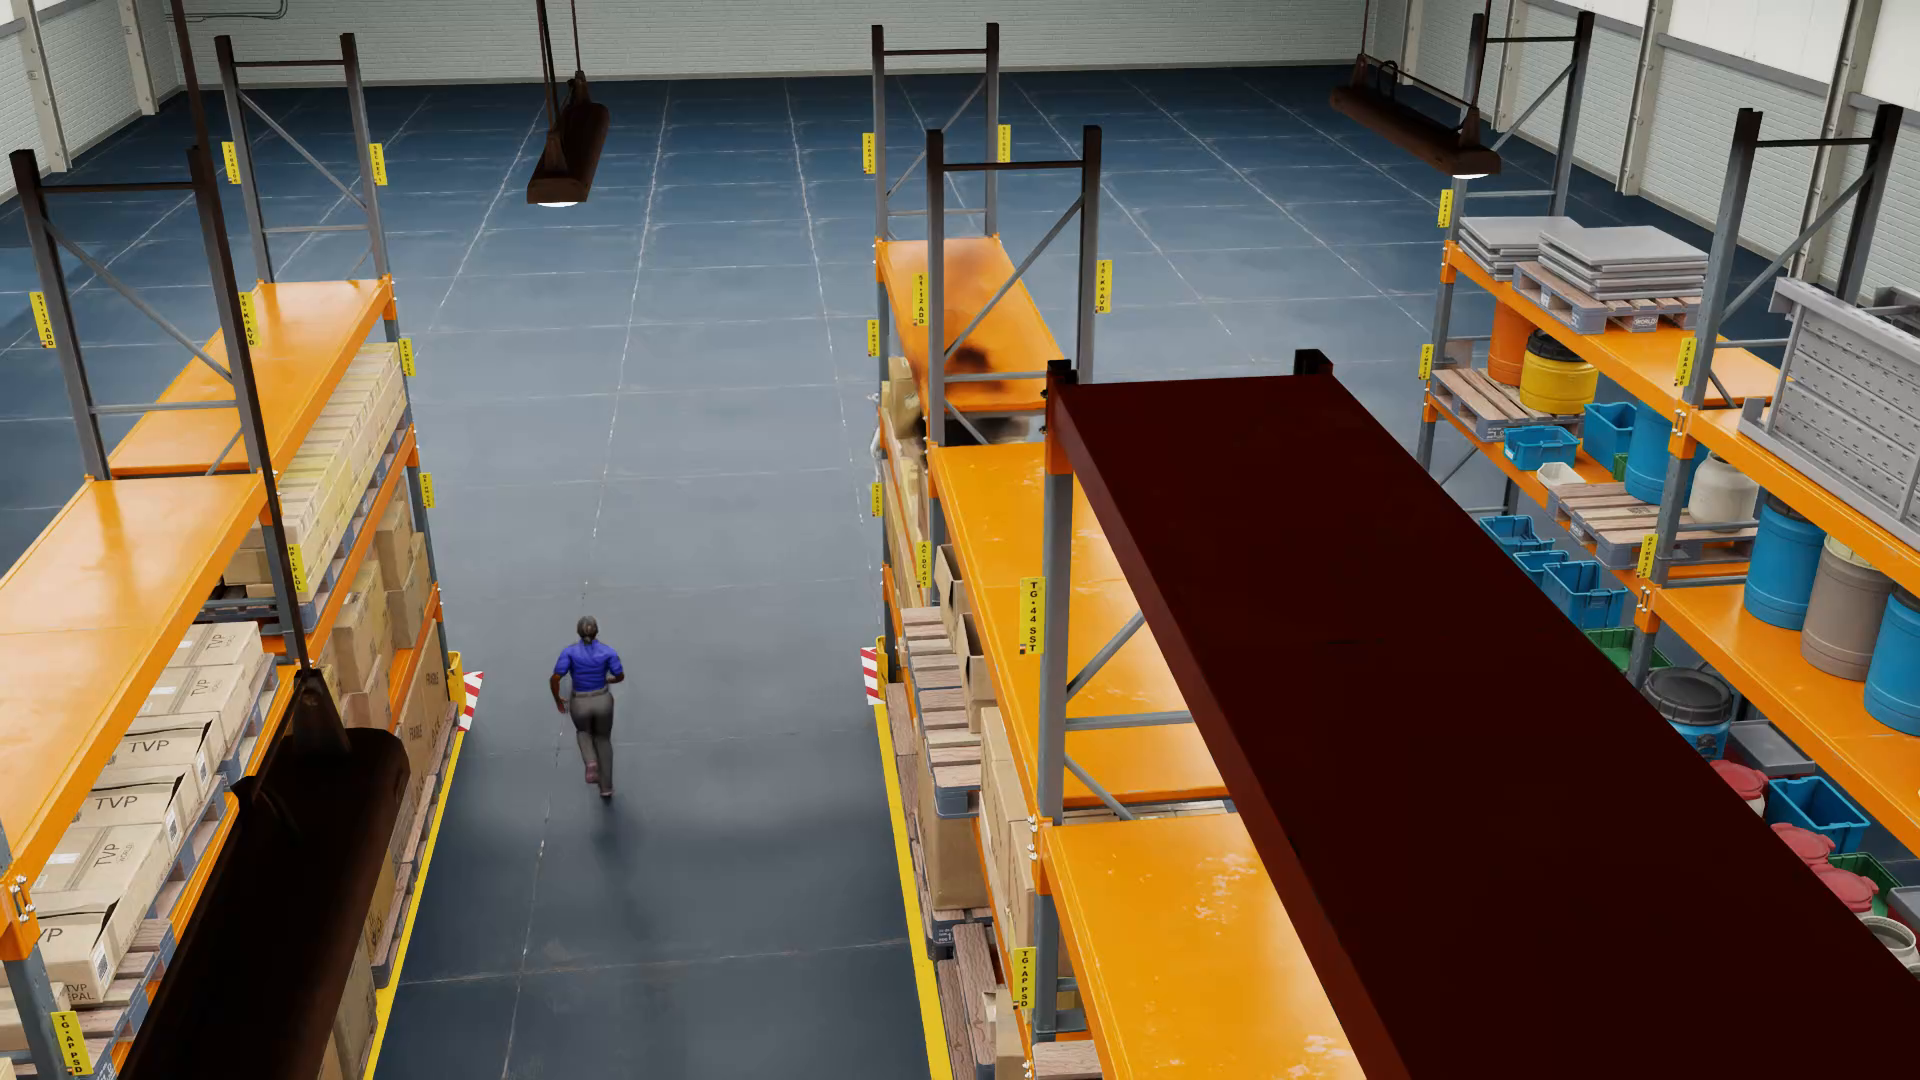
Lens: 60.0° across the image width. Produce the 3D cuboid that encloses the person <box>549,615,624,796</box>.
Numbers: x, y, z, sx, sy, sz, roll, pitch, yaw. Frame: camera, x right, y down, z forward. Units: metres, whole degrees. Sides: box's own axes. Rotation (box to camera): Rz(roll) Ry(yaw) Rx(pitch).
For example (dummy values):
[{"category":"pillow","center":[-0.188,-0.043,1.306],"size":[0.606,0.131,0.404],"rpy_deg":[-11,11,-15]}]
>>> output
[{"category":"person","center":[-3.068,1.390,13.812],"size":[0.597,1.567,0.621],"rpy_deg":[-6,26,-11]}]

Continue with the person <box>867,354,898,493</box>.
[{"category":"person","center":[-0.712,-1.300,19.279],"size":[0.878,1.740,0.622],"rpy_deg":[12,28,24]}]
